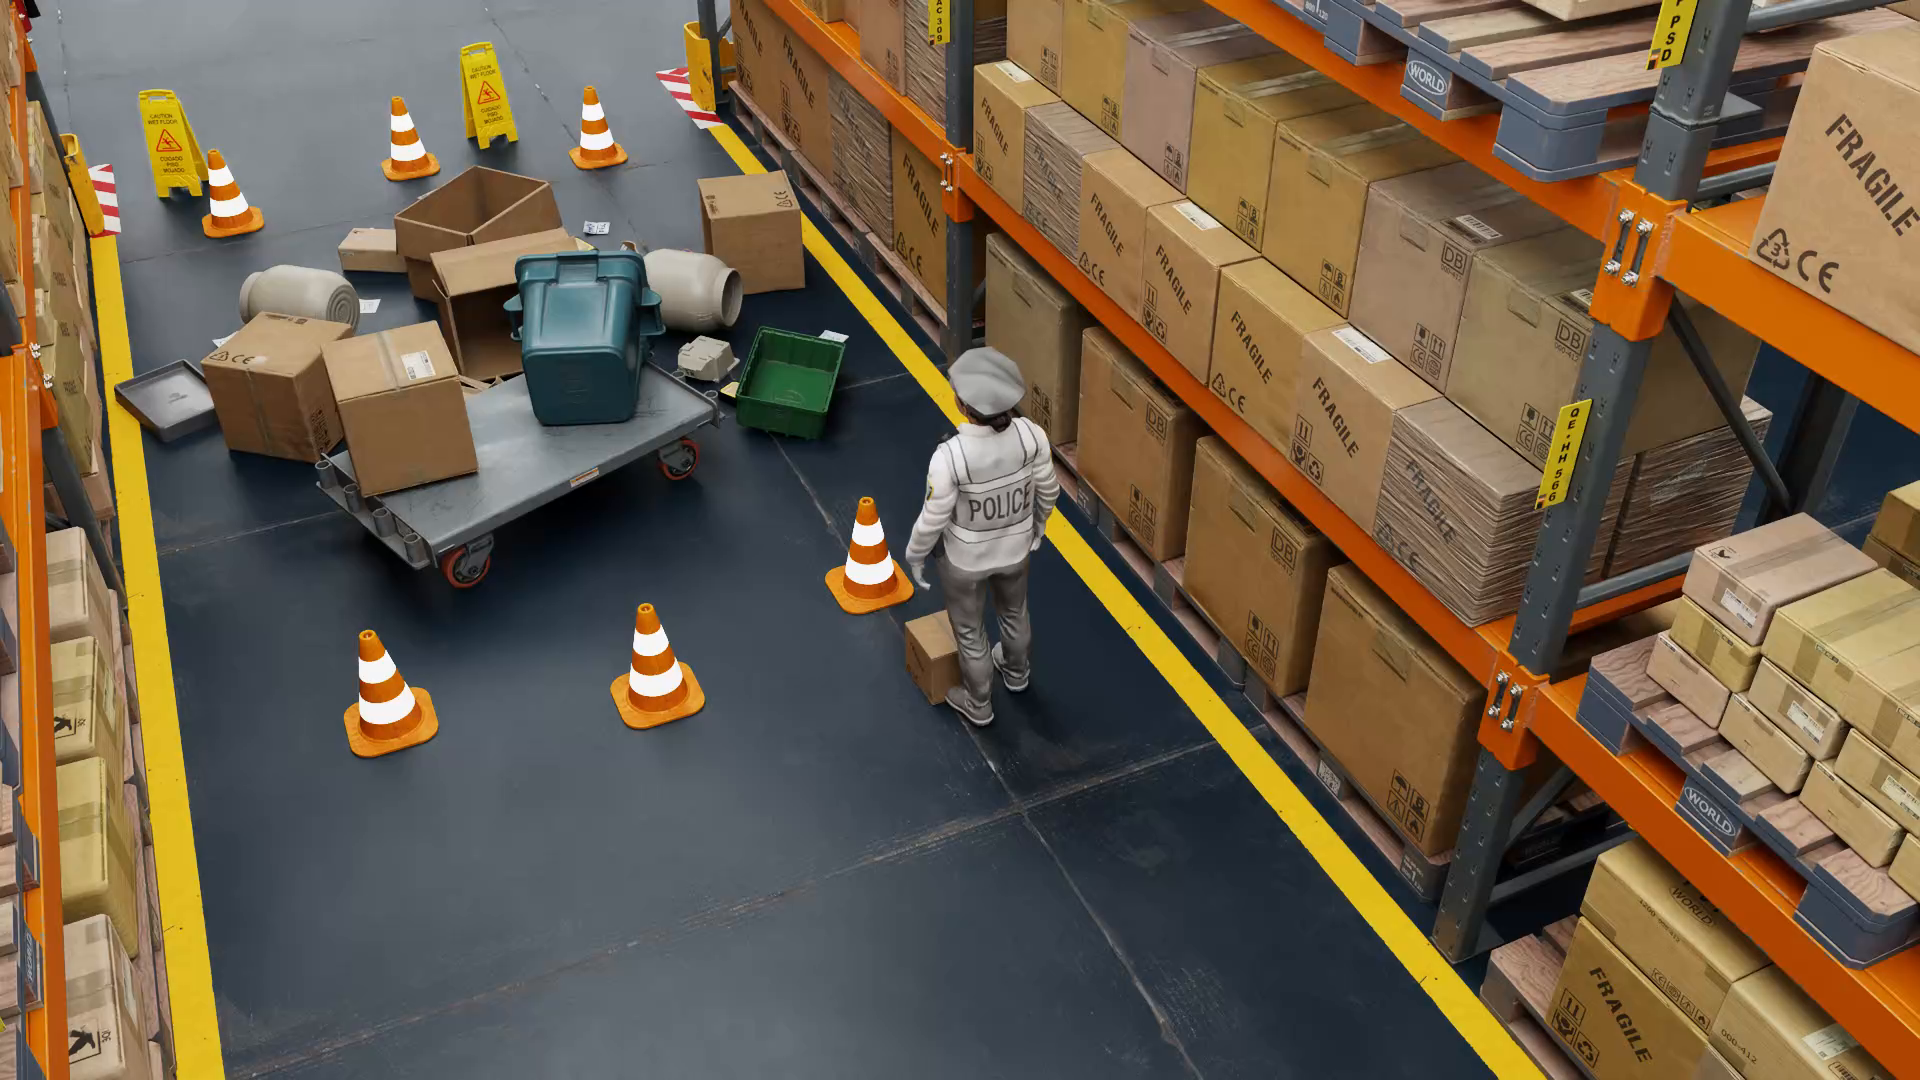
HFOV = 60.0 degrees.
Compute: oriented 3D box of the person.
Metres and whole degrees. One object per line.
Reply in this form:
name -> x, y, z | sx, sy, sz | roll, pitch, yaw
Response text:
person -> 0.058, -0.009, 6.120 | 0.588, 1.697, 0.533 | -16, 40, -20
